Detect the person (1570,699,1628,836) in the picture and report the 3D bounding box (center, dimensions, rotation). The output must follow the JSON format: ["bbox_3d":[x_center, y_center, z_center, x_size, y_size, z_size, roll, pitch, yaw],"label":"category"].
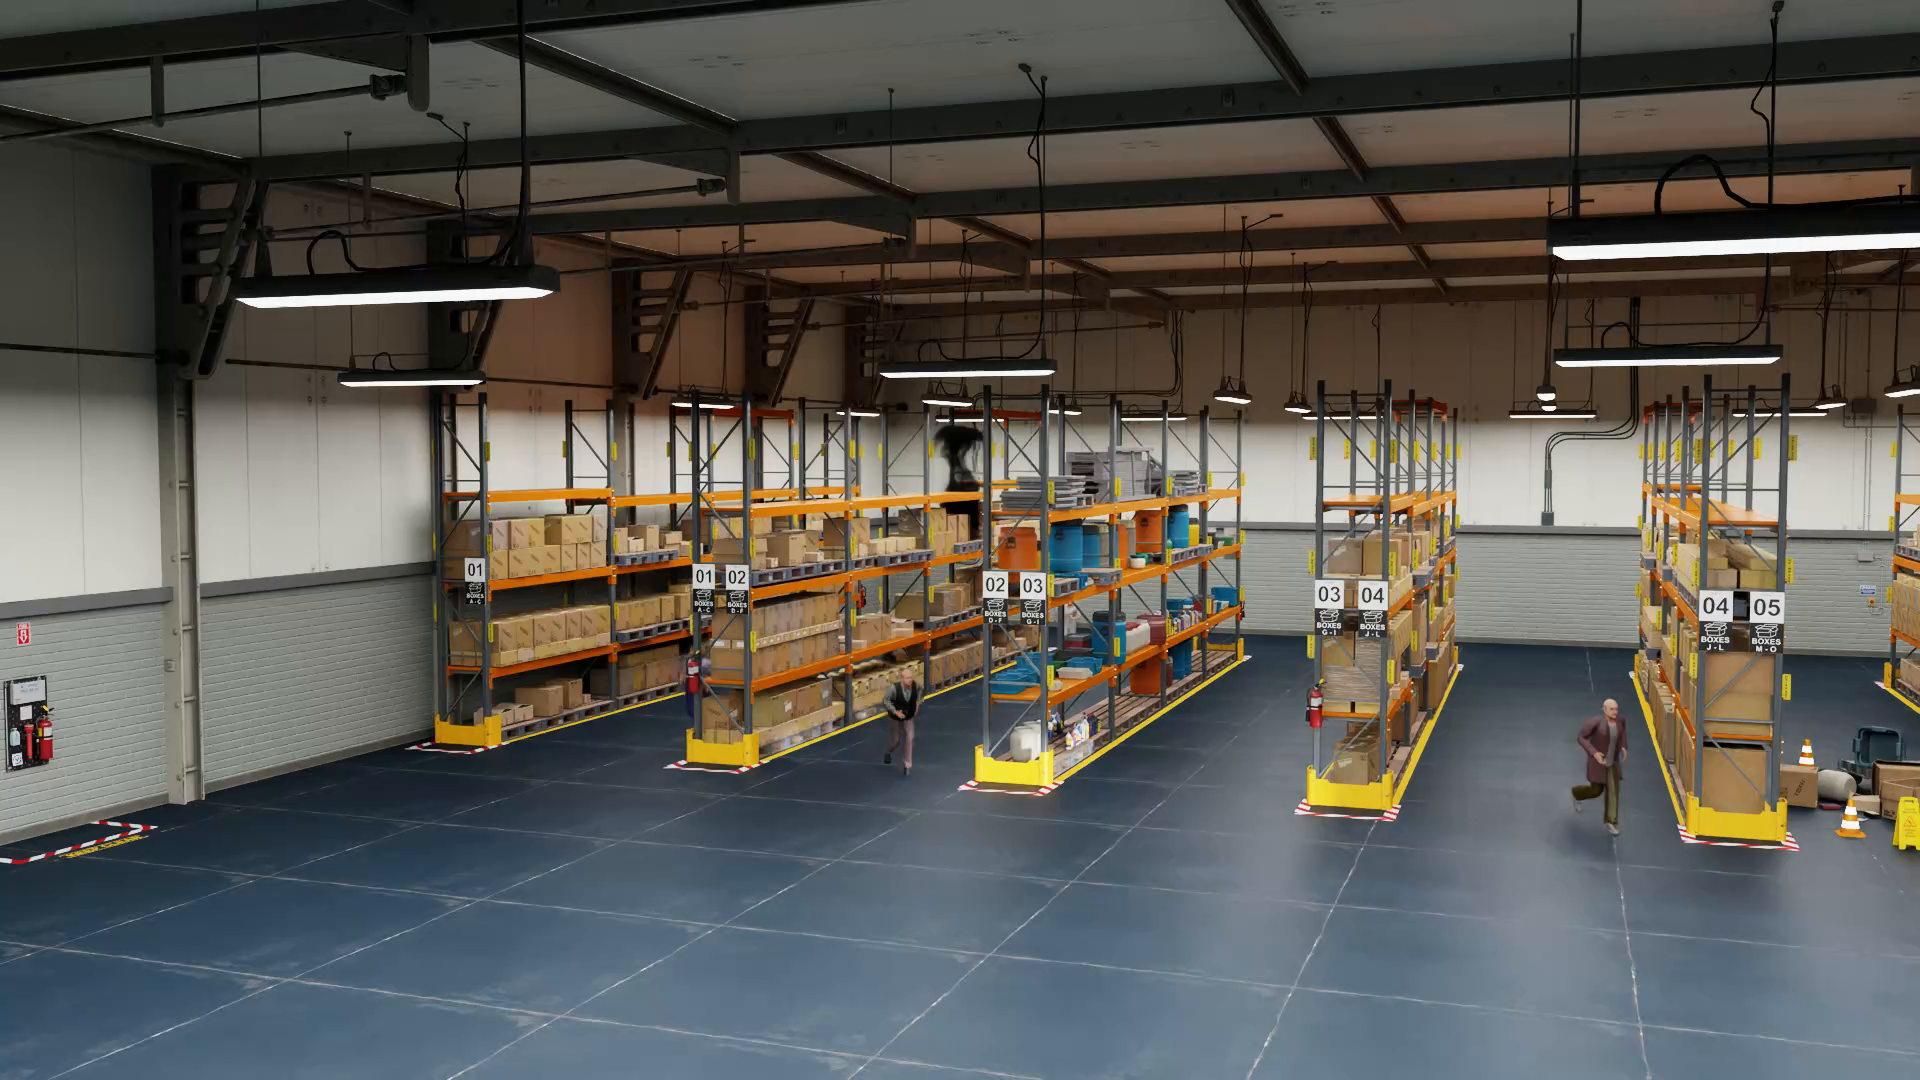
[{"bbox_3d":[8.511,2.947,22.025,0.739,1.731,1.128,-1,3,-15],"label":"person"}]

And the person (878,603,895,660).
[{"bbox_3d":[-1.650,2.185,37.565,0.576,1.678,0.765,1,3,20],"label":"person"}]

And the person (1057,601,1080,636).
[{"bbox_3d":[2.552,2.075,39.219,0.592,1.627,0.780,1,3,12],"label":"person"}]

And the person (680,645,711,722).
[{"bbox_3d":[-4.654,2.645,29.119,0.606,1.614,0.562,1,3,22],"label":"person"}]

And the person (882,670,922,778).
[{"bbox_3d":[-0.946,2.818,25.947,0.697,1.680,1.009,-2,3,-26],"label":"person"}]
